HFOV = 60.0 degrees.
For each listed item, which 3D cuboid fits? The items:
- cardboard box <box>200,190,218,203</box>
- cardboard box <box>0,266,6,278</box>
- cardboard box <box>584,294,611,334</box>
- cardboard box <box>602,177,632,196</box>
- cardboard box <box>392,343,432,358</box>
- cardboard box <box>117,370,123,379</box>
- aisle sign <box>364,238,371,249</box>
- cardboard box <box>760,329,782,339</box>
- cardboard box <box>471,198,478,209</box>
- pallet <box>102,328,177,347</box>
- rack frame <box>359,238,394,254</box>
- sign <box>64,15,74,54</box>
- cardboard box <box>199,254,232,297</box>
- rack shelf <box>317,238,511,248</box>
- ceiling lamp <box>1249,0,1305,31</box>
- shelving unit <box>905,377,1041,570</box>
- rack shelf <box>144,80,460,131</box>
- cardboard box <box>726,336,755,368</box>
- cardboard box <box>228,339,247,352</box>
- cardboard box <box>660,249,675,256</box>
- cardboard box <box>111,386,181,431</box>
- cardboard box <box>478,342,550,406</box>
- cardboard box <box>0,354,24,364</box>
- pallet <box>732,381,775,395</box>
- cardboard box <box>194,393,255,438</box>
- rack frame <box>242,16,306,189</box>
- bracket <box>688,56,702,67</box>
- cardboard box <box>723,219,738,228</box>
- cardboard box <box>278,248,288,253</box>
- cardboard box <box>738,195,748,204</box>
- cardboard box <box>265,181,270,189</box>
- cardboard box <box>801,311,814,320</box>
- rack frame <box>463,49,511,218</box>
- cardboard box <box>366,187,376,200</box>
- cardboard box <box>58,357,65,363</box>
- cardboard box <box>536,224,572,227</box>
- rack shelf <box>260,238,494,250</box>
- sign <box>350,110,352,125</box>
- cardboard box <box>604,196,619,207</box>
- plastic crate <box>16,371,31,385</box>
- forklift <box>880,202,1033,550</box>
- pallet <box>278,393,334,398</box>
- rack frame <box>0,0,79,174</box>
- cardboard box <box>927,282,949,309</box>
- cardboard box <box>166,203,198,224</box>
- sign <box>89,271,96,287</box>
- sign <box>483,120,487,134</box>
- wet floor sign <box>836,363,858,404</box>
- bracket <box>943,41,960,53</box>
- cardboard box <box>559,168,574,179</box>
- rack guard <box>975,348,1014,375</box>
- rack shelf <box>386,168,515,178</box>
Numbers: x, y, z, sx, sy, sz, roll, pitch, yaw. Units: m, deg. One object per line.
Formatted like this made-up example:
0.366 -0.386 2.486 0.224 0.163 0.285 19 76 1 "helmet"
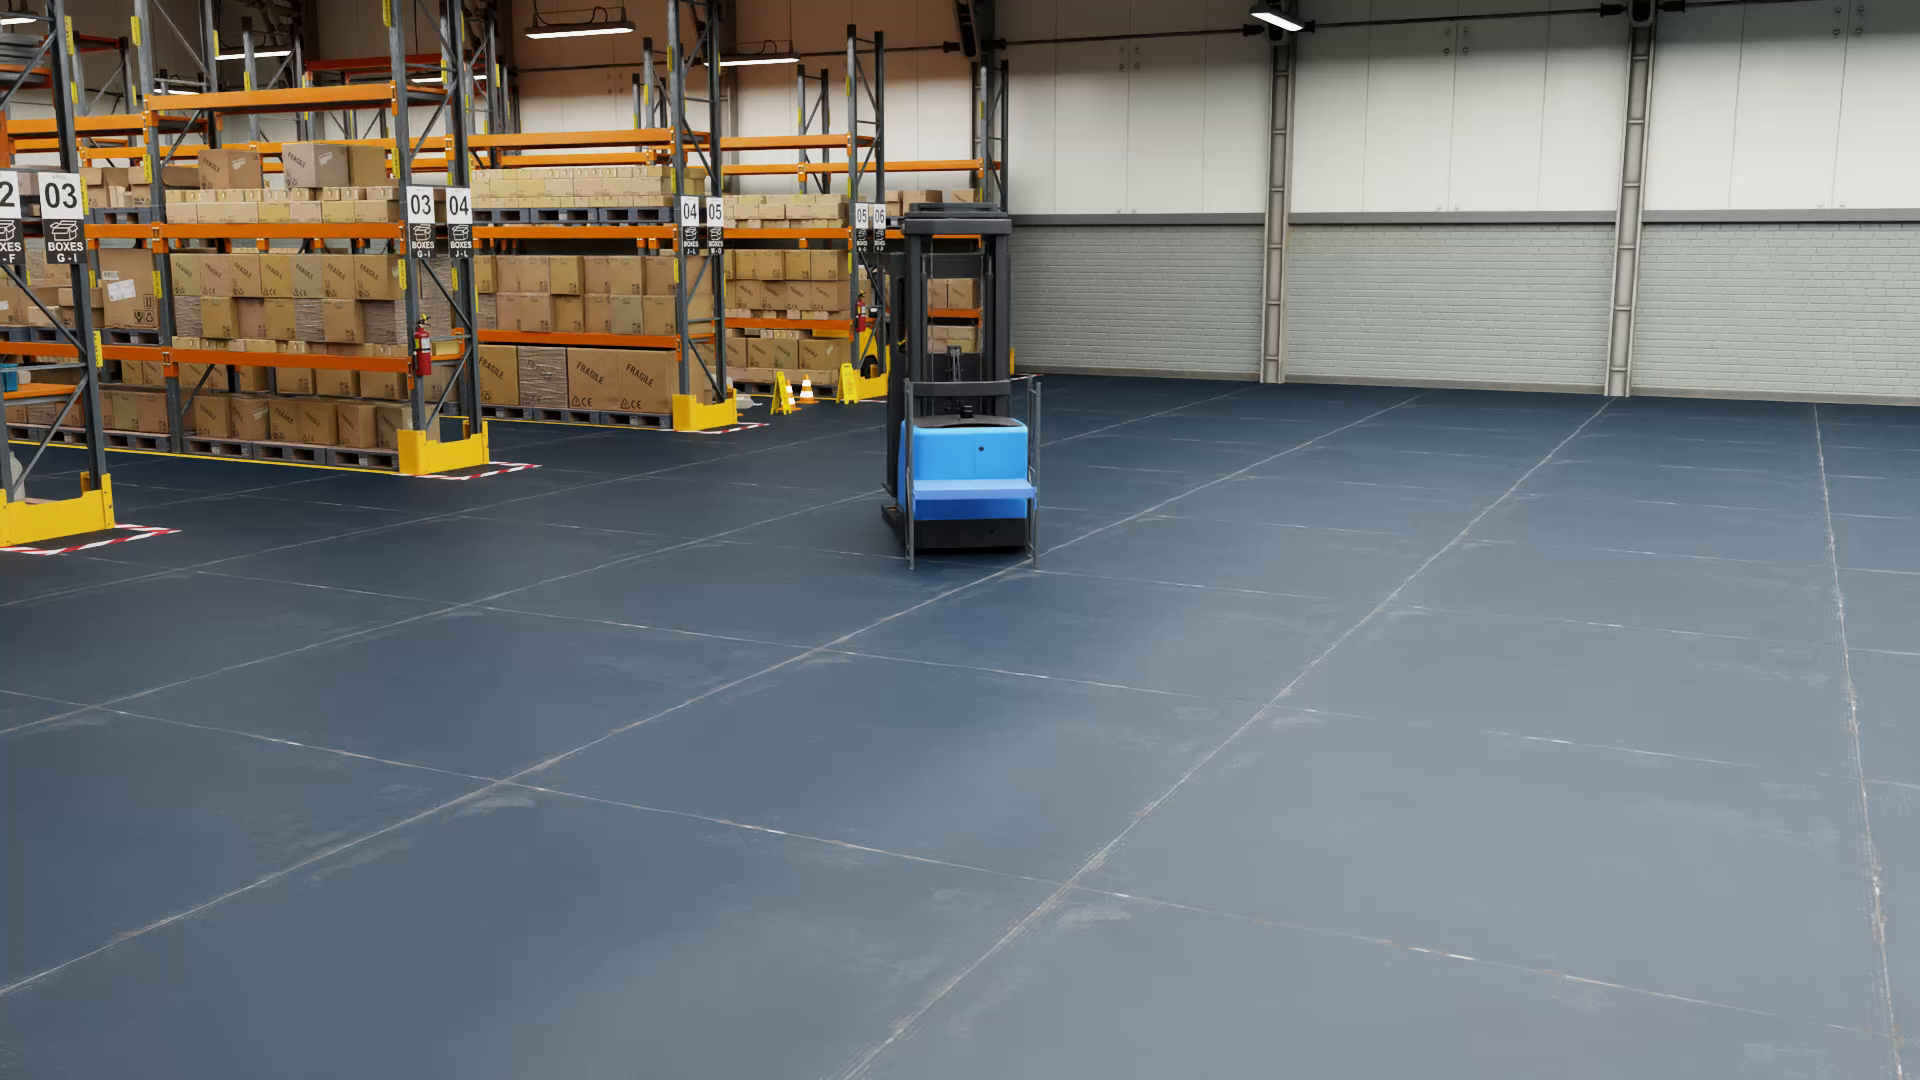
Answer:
-8.849 -4.111 19.899 0.250 0.149 0.380 5 11 26 "cardboard box"
-16.787 -4.878 29.338 0.500 0.500 0.500 5 11 25 "cardboard box"
-4.938 -3.291 24.069 0.550 0.550 0.875 5 11 26 "cardboard box"
-4.646 -4.929 23.245 0.500 0.250 0.500 5 11 26 "cardboard box"
-6.268 -2.173 19.018 0.250 0.149 0.380 5 11 26 "cardboard box"
-14.581 -2.920 29.270 0.250 0.149 0.380 4 11 23 "cardboard box"
-13.883 -7.181 38.686 0.004 0.787 0.394 5 11 26 "aisle sign"
-3.188 -3.512 28.329 0.250 0.149 0.380 6 12 28 "cardboard box"
-7.047 -4.931 24.378 0.250 0.149 0.380 5 11 25 "cardboard box"
-10.129 -2.611 21.273 1.213 0.211 1.003 5 11 26 "pallet"
-13.692 -5.943 39.147 0.127 3.000 1.000 5 11 26 "rack frame"
-7.865 -4.452 14.651 0.005 0.325 0.100 5 11 26 "sign"
-8.768 -3.194 20.034 0.500 0.500 0.500 5 11 26 "cardboard box"
-10.504 -5.800 31.949 4.000 0.370 1.077 5 11 26 "rack shelf"
5.034 -9.358 24.778 0.800 3.185 2.000 5 11 26 "ceiling lamp"
0.094 -0.553 13.555 1.048 1.500 0.538 -1 11 -6 "shelving unit"
-7.714 -5.061 19.454 4.000 0.370 1.077 5 11 26 "rack shelf"
-3.764 -3.256 28.736 0.500 0.500 0.500 6 12 29 "cardboard box"
-8.559 -2.352 20.008 0.250 0.149 0.380 5 11 26 "cardboard box"
-4.824 -4.823 29.033 0.500 0.500 0.700 5 11 25 "cardboard box"
-10.468 -1.701 21.489 0.500 0.500 0.700 5 11 25 "cardboard box"
-6.690 -2.507 24.944 0.875 0.875 0.875 5 11 27 "cardboard box"
-13.705 -2.156 23.007 0.875 0.875 1.225 4 11 23 "cardboard box"
-3.407 -2.689 28.997 1.213 0.211 1.003 5 11 26 "pallet"
-9.167 -1.561 20.771 0.500 0.500 0.500 5 11 24 "cardboard box"
-10.810 -6.673 26.335 0.127 3.000 1.000 5 11 26 "rack frame"
-5.479 -10.053 34.904 0.430 0.232 0.235 5 11 26 "bracket"
-3.835 -5.378 28.304 0.250 0.149 0.380 5 11 25 "cardboard box"
-13.357 -5.745 33.143 0.250 0.149 0.380 5 11 25 "cardboard box"
-3.554 -5.763 28.195 0.250 0.149 0.380 5 12 27 "cardboard box"
-11.513 -5.740 27.169 0.258 0.266 0.396 5 11 26 "cardboard box"
-2.463 -3.787 27.938 0.250 0.149 0.380 5 11 25 "cardboard box"
-8.710 -7.472 30.747 0.127 3.000 1.000 5 11 26 "rack frame"
-6.489 -3.916 18.826 0.250 0.149 0.380 5 11 24 "cardboard box"
-15.502 -3.185 29.060 0.250 0.149 0.380 5 12 28 "cardboard box"
-7.330 -5.931 30.366 0.637 0.503 0.797 5 11 26 "cardboard box"
-9.016 -4.686 25.796 4.000 0.370 1.077 5 11 26 "rack shelf"
-12.068 -8.373 32.883 0.005 0.325 0.100 5 11 26 "sign"
-4.766 -4.731 23.273 0.250 0.149 0.380 5 11 26 "cardboard box"
-8.772 -1.508 15.380 0.250 0.136 0.298 5 11 26 "plastic crate"
-0.131 -1.576 15.207 1.130 2.935 3.031 -2 10 -9 "forklift"
-10.136 -2.275 26.708 1.213 0.211 1.003 5 11 26 "pallet"
-8.112 -4.468 14.148 0.127 3.000 1.000 5 11 26 "rack frame"
-0.362 -4.771 32.388 0.500 0.500 0.500 5 12 28 "cardboard box"
-9.218 -3.948 20.119 0.500 0.250 0.500 5 11 24 "cardboard box"
-14.630 -4.375 28.052 0.005 0.325 0.100 5 11 26 "sign"
-10.361 -8.994 36.310 0.005 0.325 0.100 5 11 26 "sign"
-1.839 -2.545 26.981 0.267 0.644 0.232 -10 14 -43 "wet floor sign"
-0.098 -9.581 32.291 0.430 0.232 0.235 5 11 26 "bracket"
-5.456 -5.184 23.535 0.250 0.149 0.380 5 11 26 "cardboard box"
0.679 -3.451 32.392 0.348 0.500 1.175 5 11 26 "rack guard"
-11.898 -8.382 37.806 4.000 0.370 1.077 5 11 26 "rack shelf"
